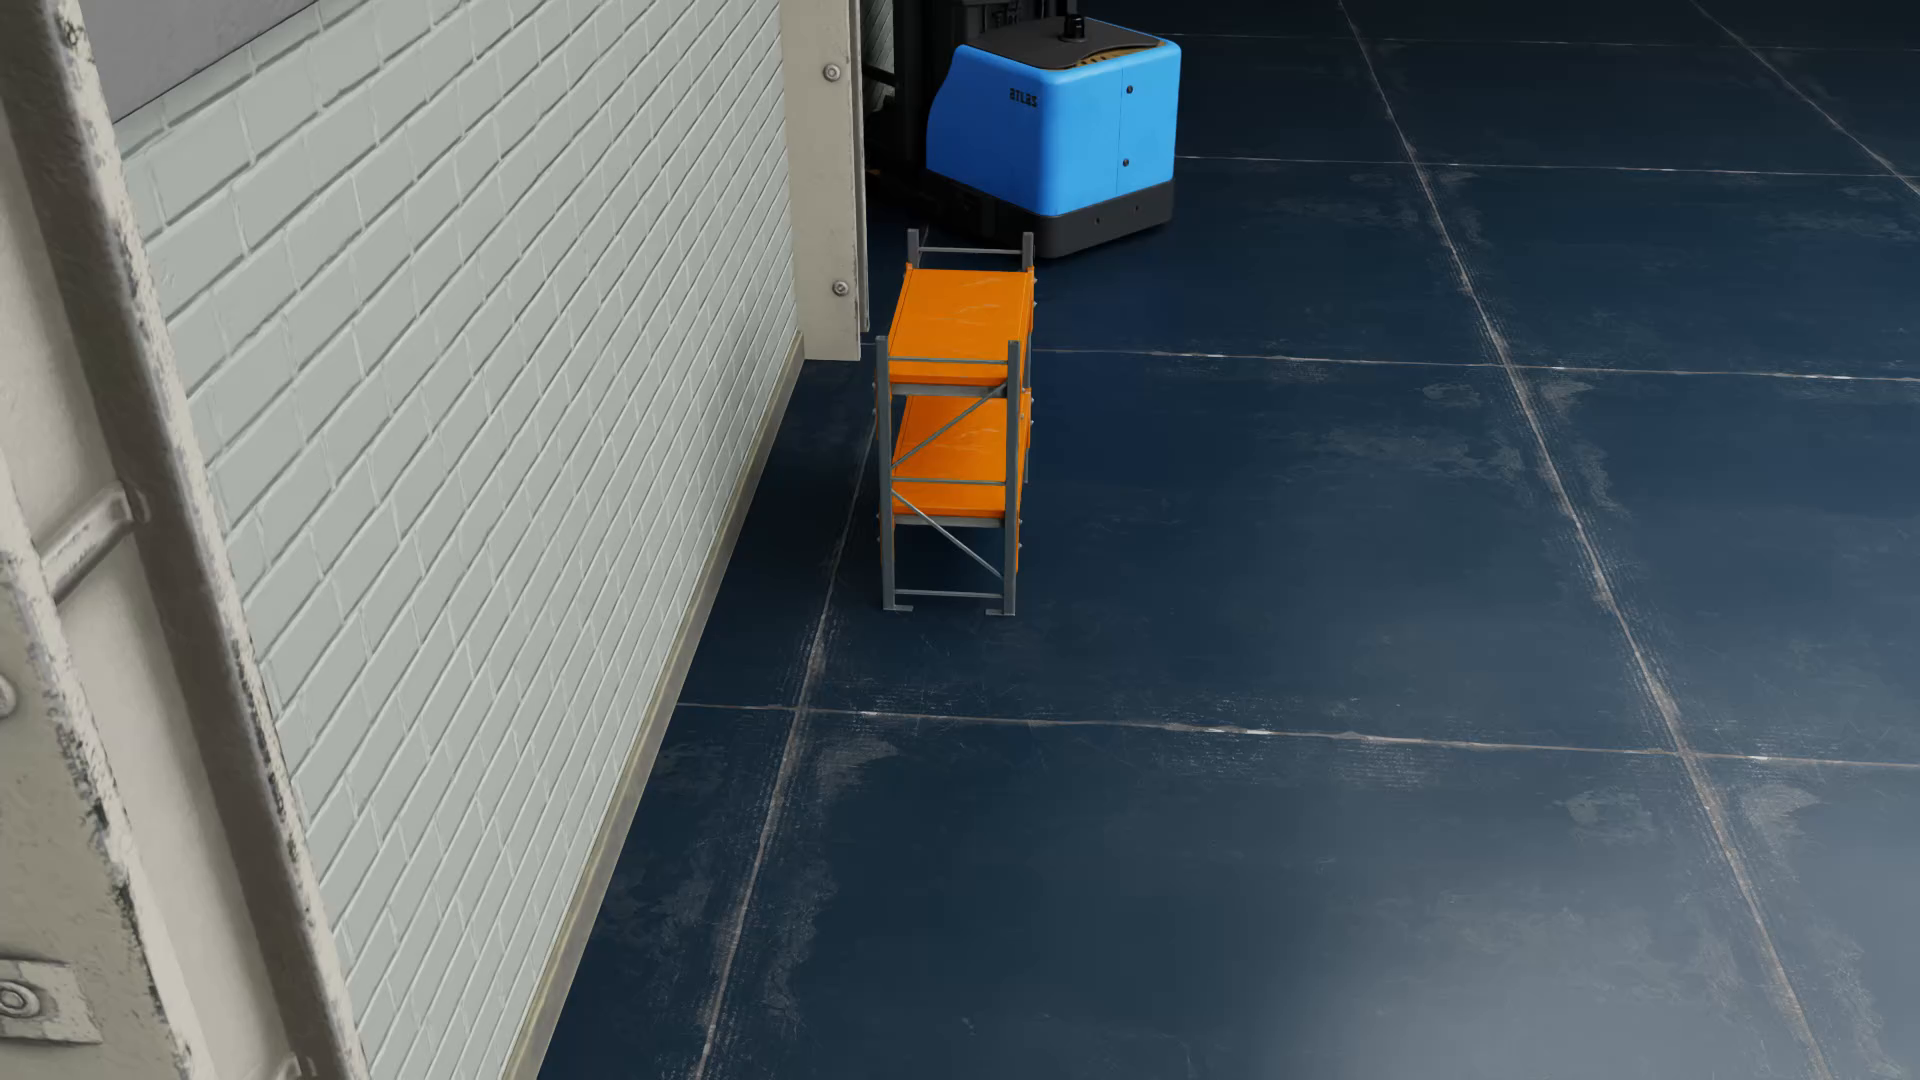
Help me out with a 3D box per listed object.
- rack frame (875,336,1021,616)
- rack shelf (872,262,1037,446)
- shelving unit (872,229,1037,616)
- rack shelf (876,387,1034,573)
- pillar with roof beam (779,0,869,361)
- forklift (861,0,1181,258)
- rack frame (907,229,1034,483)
[{"bbox_3d":[-0.042,-0.210,6.018,0.500,1.125,0.032,2,32,4],"label":"rack frame"},{"bbox_3d":[-0.001,-0.725,6.296,0.538,0.278,1.000,2,32,4],"label":"rack shelf"},{"bbox_3d":[-0.001,-0.475,6.449,0.538,1.125,1.048,2,32,4],"label":"shelving unit"},{"bbox_3d":[-0.001,-0.267,6.577,0.538,0.278,1.000,2,32,4],"label":"rack shelf"},{"bbox_3d":[3.658,-4.638,5.699,9.100,9.000,0.400,2,32,4],"label":"pillar with roof beam"},{"bbox_3d":[-0.094,-3.494,9.626,1.130,2.935,3.031,-24,39,-33],"label":"forklift"},{"bbox_3d":[0.041,-0.741,6.880,0.500,1.125,0.032,2,32,4],"label":"rack frame"}]
